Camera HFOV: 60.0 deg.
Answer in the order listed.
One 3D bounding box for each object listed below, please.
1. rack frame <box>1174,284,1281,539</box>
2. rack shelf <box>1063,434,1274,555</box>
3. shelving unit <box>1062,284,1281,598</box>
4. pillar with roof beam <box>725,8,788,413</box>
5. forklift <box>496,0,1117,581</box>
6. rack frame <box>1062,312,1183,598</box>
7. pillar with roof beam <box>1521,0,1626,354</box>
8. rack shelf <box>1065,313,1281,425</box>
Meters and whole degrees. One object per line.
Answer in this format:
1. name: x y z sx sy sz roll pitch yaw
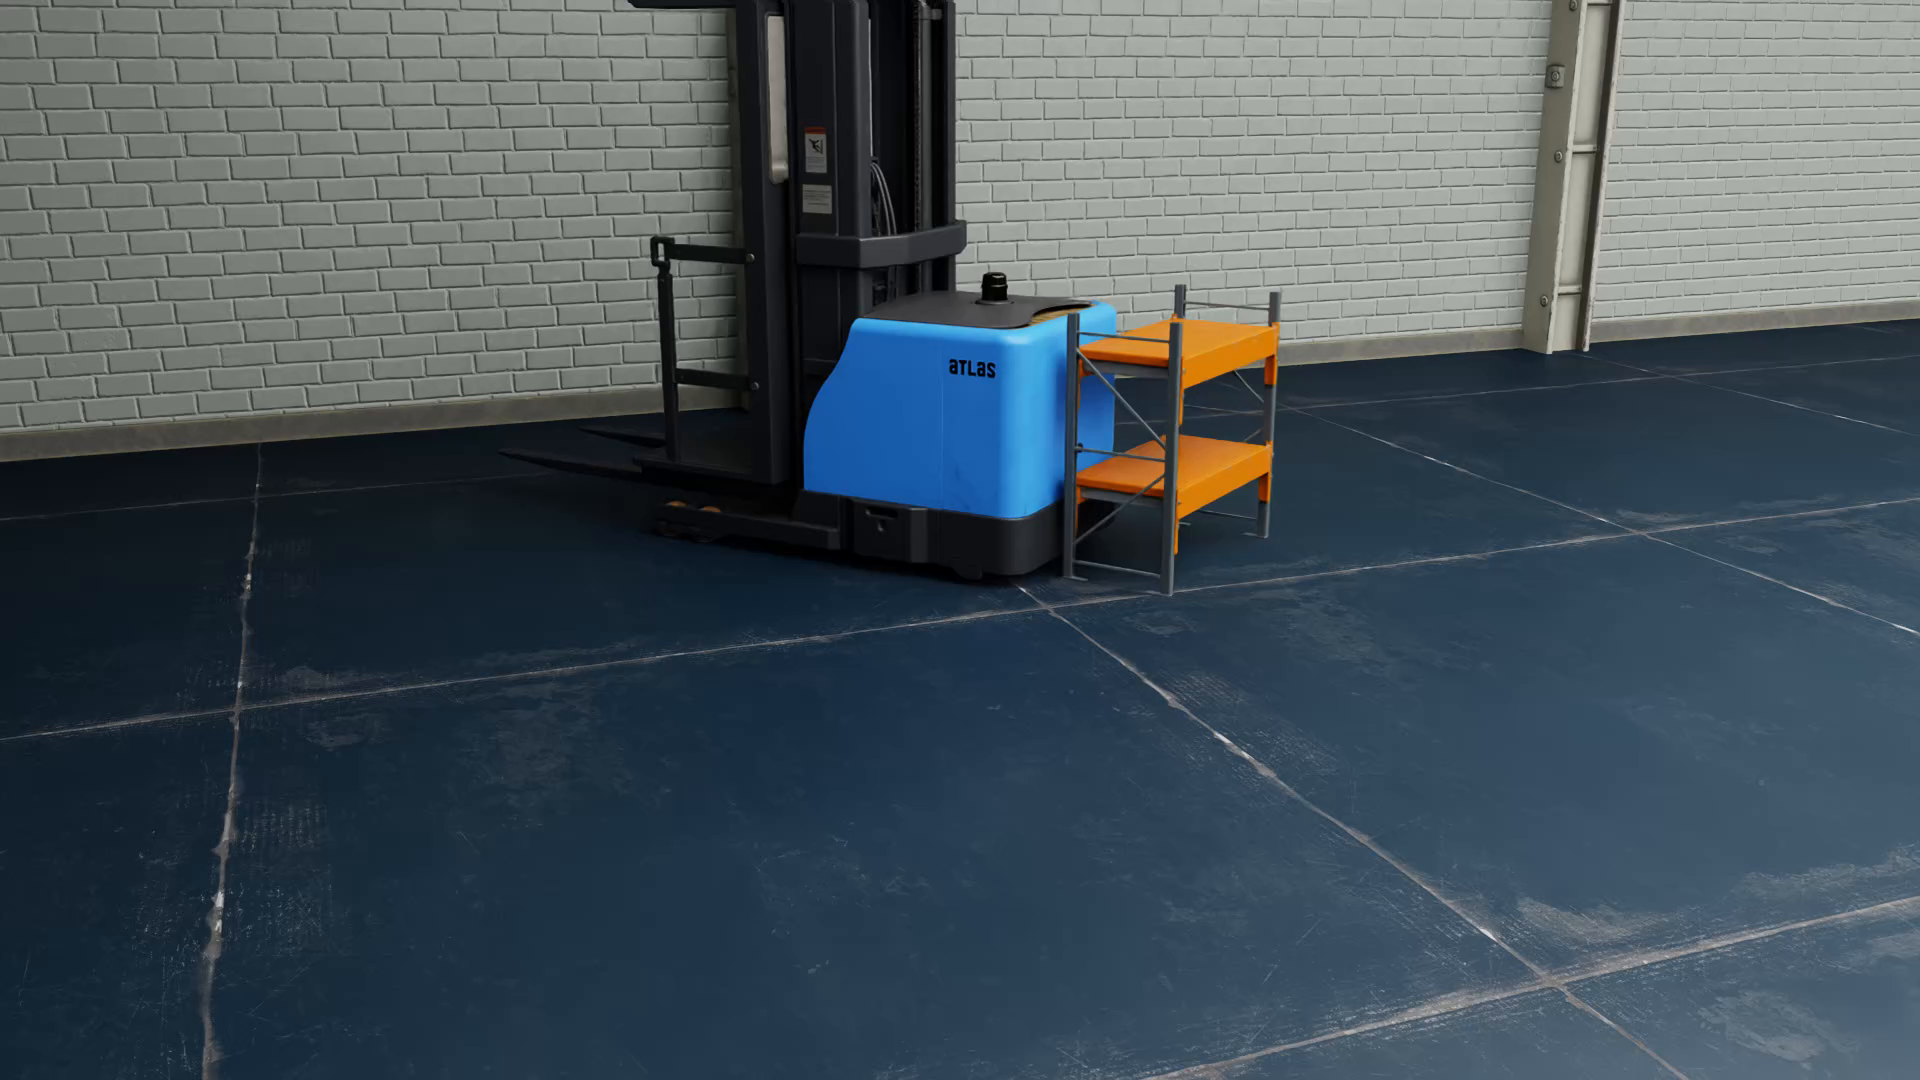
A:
1. rack frame: 1.197 -0.587 7.599 0.500 1.125 0.032 10 19 31
2. rack shelf: 0.925 -0.231 7.256 0.538 0.278 1.000 10 19 31
3. shelving unit: 0.925 -0.466 7.187 0.538 1.125 1.048 10 19 31
4. pillar with roof beam: 0.395 -4.013 5.293 0.400 9.000 9.100 -6 17 -20
5. forklift: -0.833 -1.513 7.550 3.031 2.935 1.130 9 18 27
6. rack frame: 0.654 -0.344 6.775 0.500 1.125 0.032 10 19 31
7. pillar with roof beam: 5.998 -4.618 7.353 0.400 9.000 9.100 -6 17 -20
8. rack shelf: 0.925 -0.746 7.105 0.538 0.278 1.000 10 19 31
